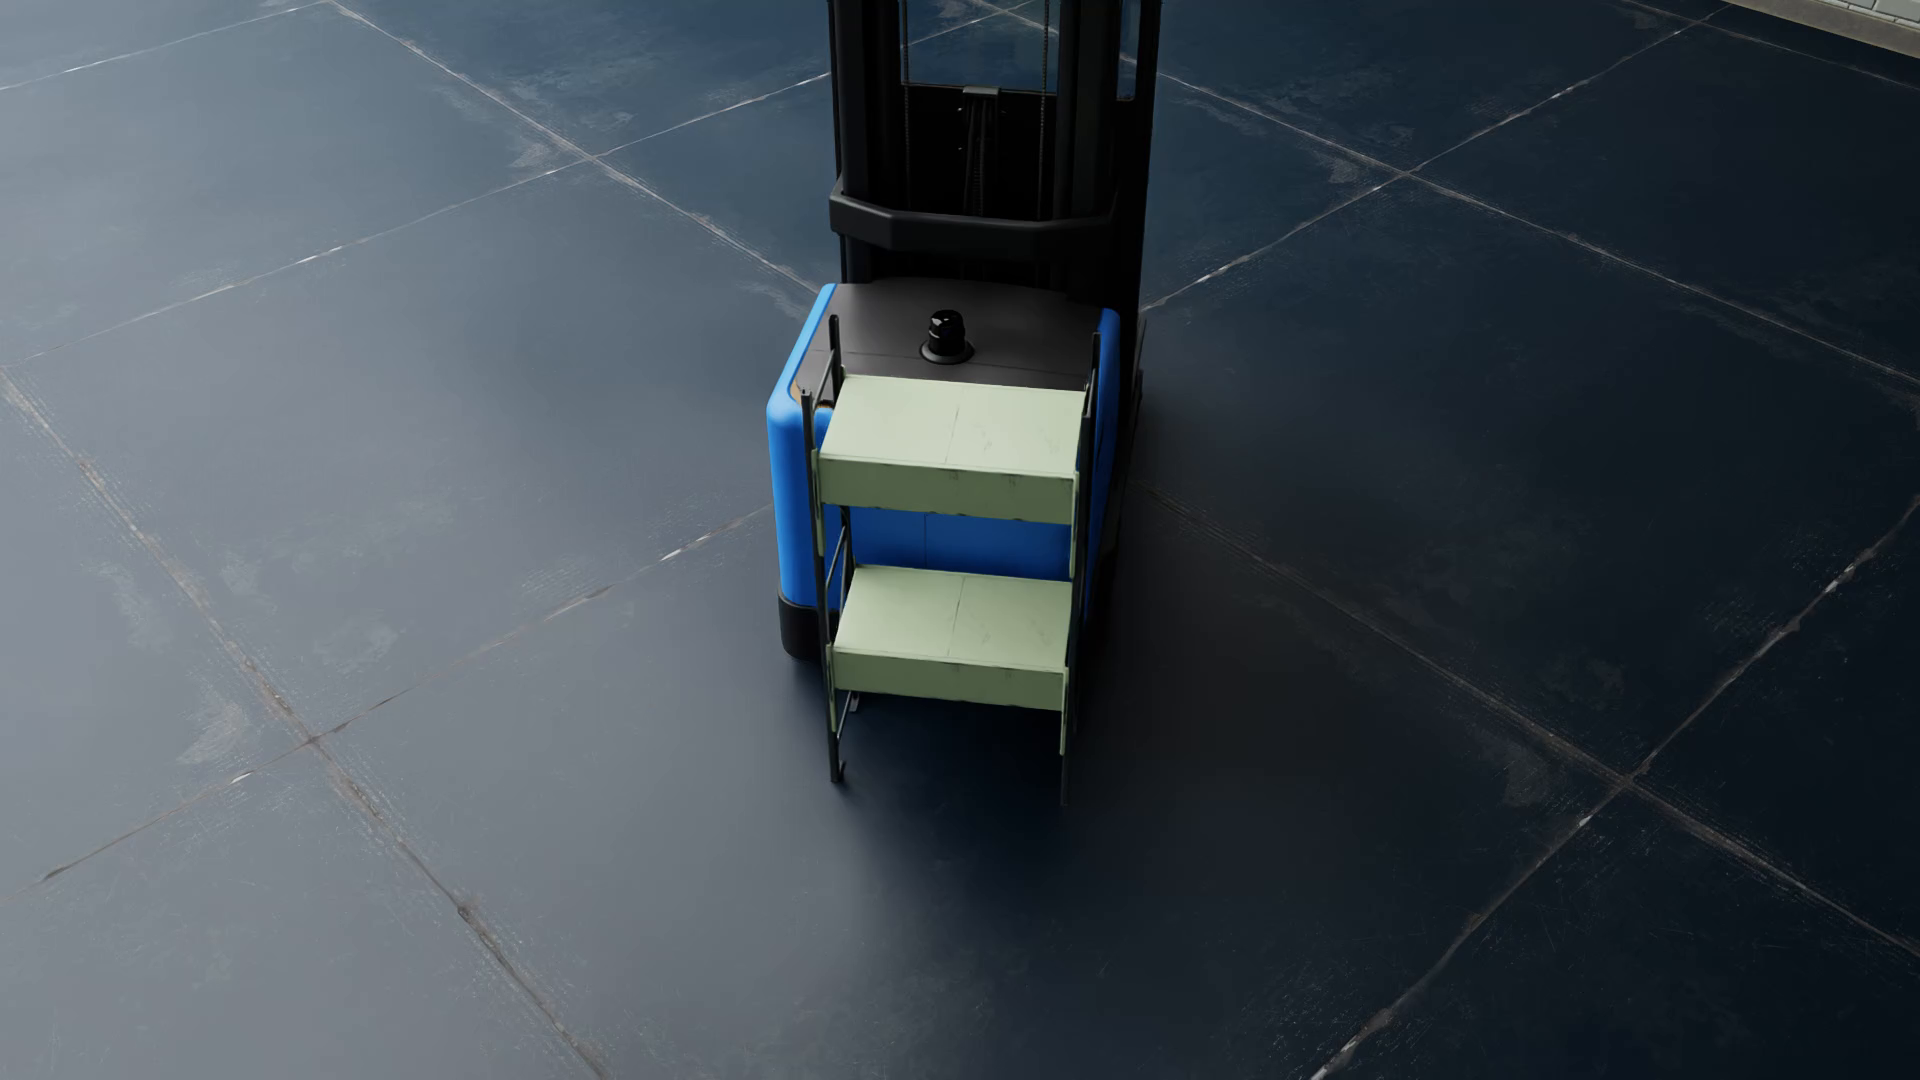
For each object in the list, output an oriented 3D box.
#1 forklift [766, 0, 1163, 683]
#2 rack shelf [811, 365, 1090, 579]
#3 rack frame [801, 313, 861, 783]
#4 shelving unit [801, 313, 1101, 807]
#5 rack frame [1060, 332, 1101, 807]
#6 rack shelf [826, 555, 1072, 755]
[{"bbox_3d":[0.153,-1.566,5.856,1.130,2.935,3.031,6,39,8],"label":"forklift"},{"bbox_3d":[-0.013,-0.197,4.672,0.720,0.370,0.431,5,40,6],"label":"rack shelf"},{"bbox_3d":[-0.374,0.071,4.962,0.023,1.500,0.400,5,40,6],"label":"rack frame"},{"bbox_3d":[-0.012,0.102,4.923,0.755,1.500,0.431,5,40,6],"label":"shelving unit"},{"bbox_3d":[0.351,0.134,4.883,0.023,1.500,0.400,5,40,6],"label":"rack frame"},{"bbox_3d":[-0.011,0.352,5.132,0.720,0.370,0.431,5,40,6],"label":"rack shelf"}]
